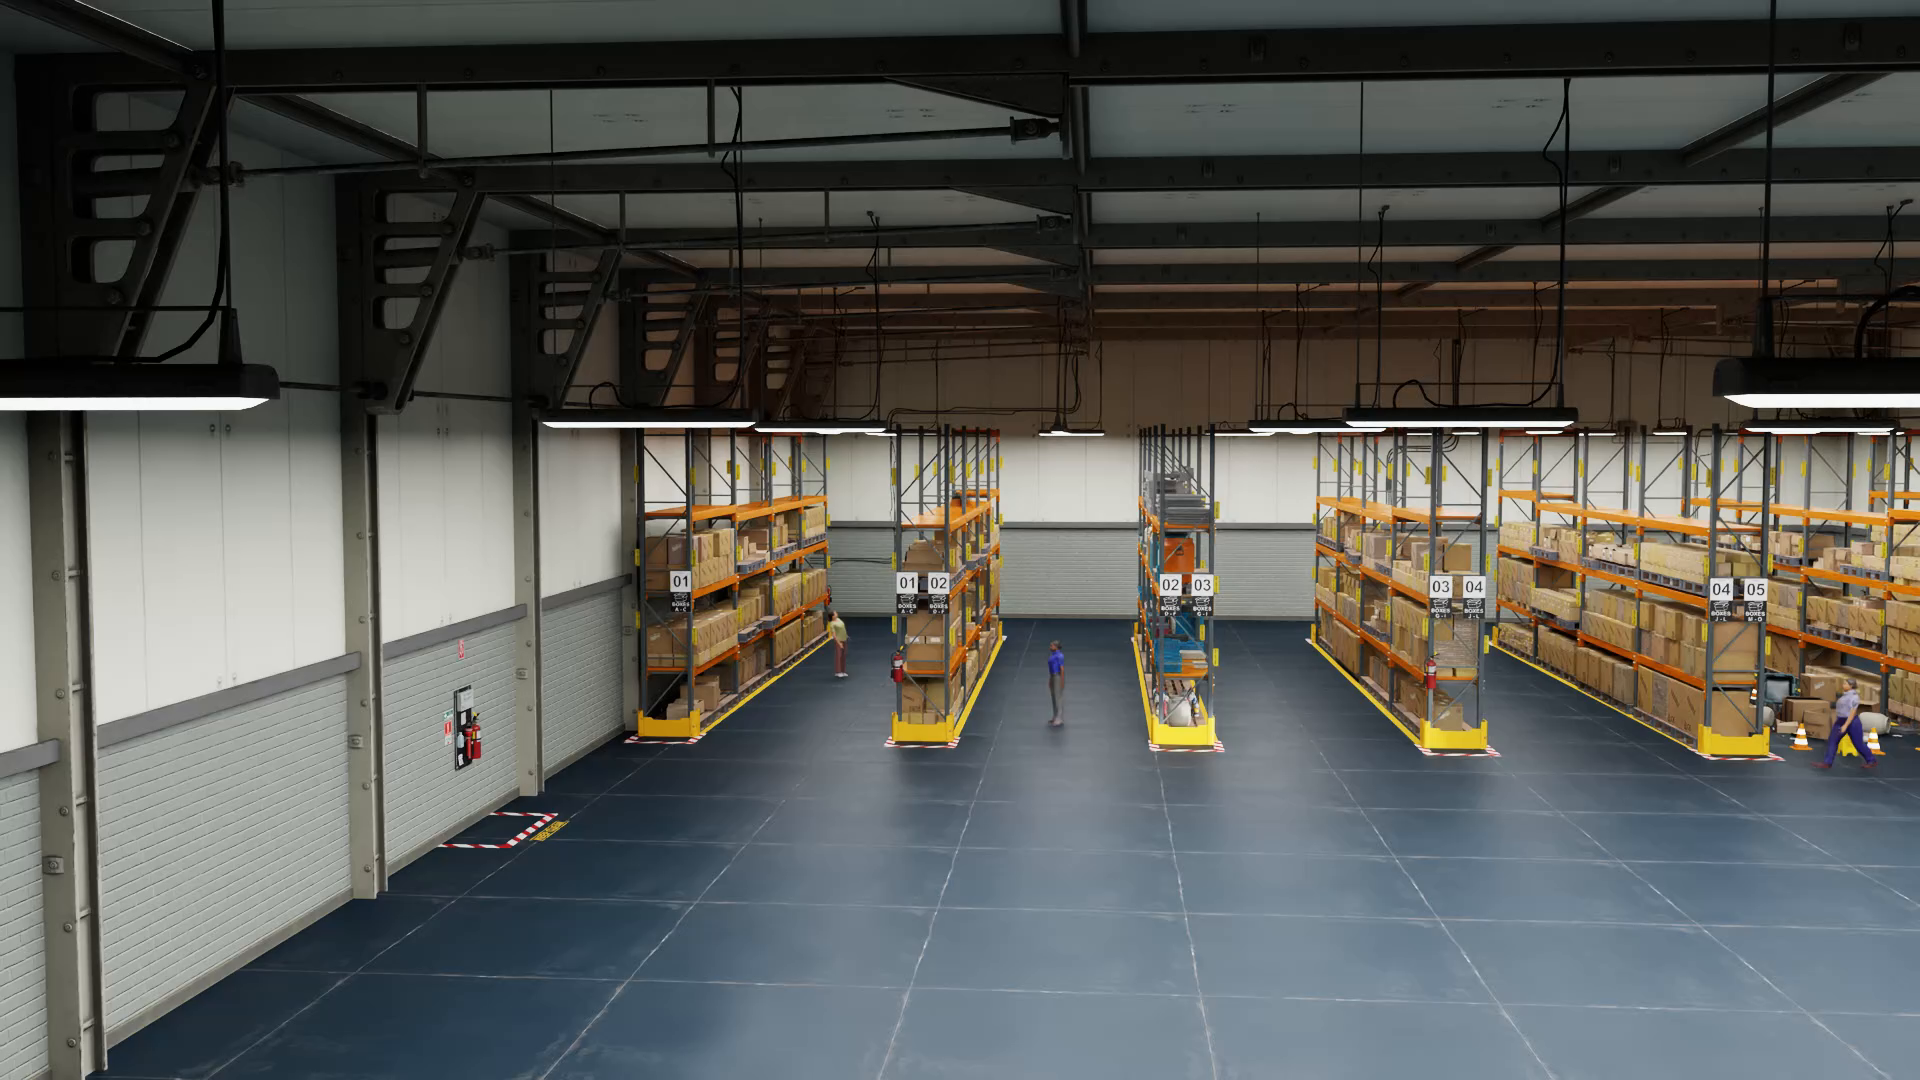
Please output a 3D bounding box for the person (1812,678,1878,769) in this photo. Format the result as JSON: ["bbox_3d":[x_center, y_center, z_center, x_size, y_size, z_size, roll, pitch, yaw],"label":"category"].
[{"bbox_3d":[15.284,3.180,28.642,1.005,1.585,0.489,-1,4,-9],"label":"person"}]

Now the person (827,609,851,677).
[{"bbox_3d":[-2.904,2.476,40.139,0.456,1.633,0.624,2,4,29],"label":"person"}]

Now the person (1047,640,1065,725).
[{"bbox_3d":[1.913,2.864,33.504,0.383,1.694,0.571,-1,4,-18],"label":"person"}]
